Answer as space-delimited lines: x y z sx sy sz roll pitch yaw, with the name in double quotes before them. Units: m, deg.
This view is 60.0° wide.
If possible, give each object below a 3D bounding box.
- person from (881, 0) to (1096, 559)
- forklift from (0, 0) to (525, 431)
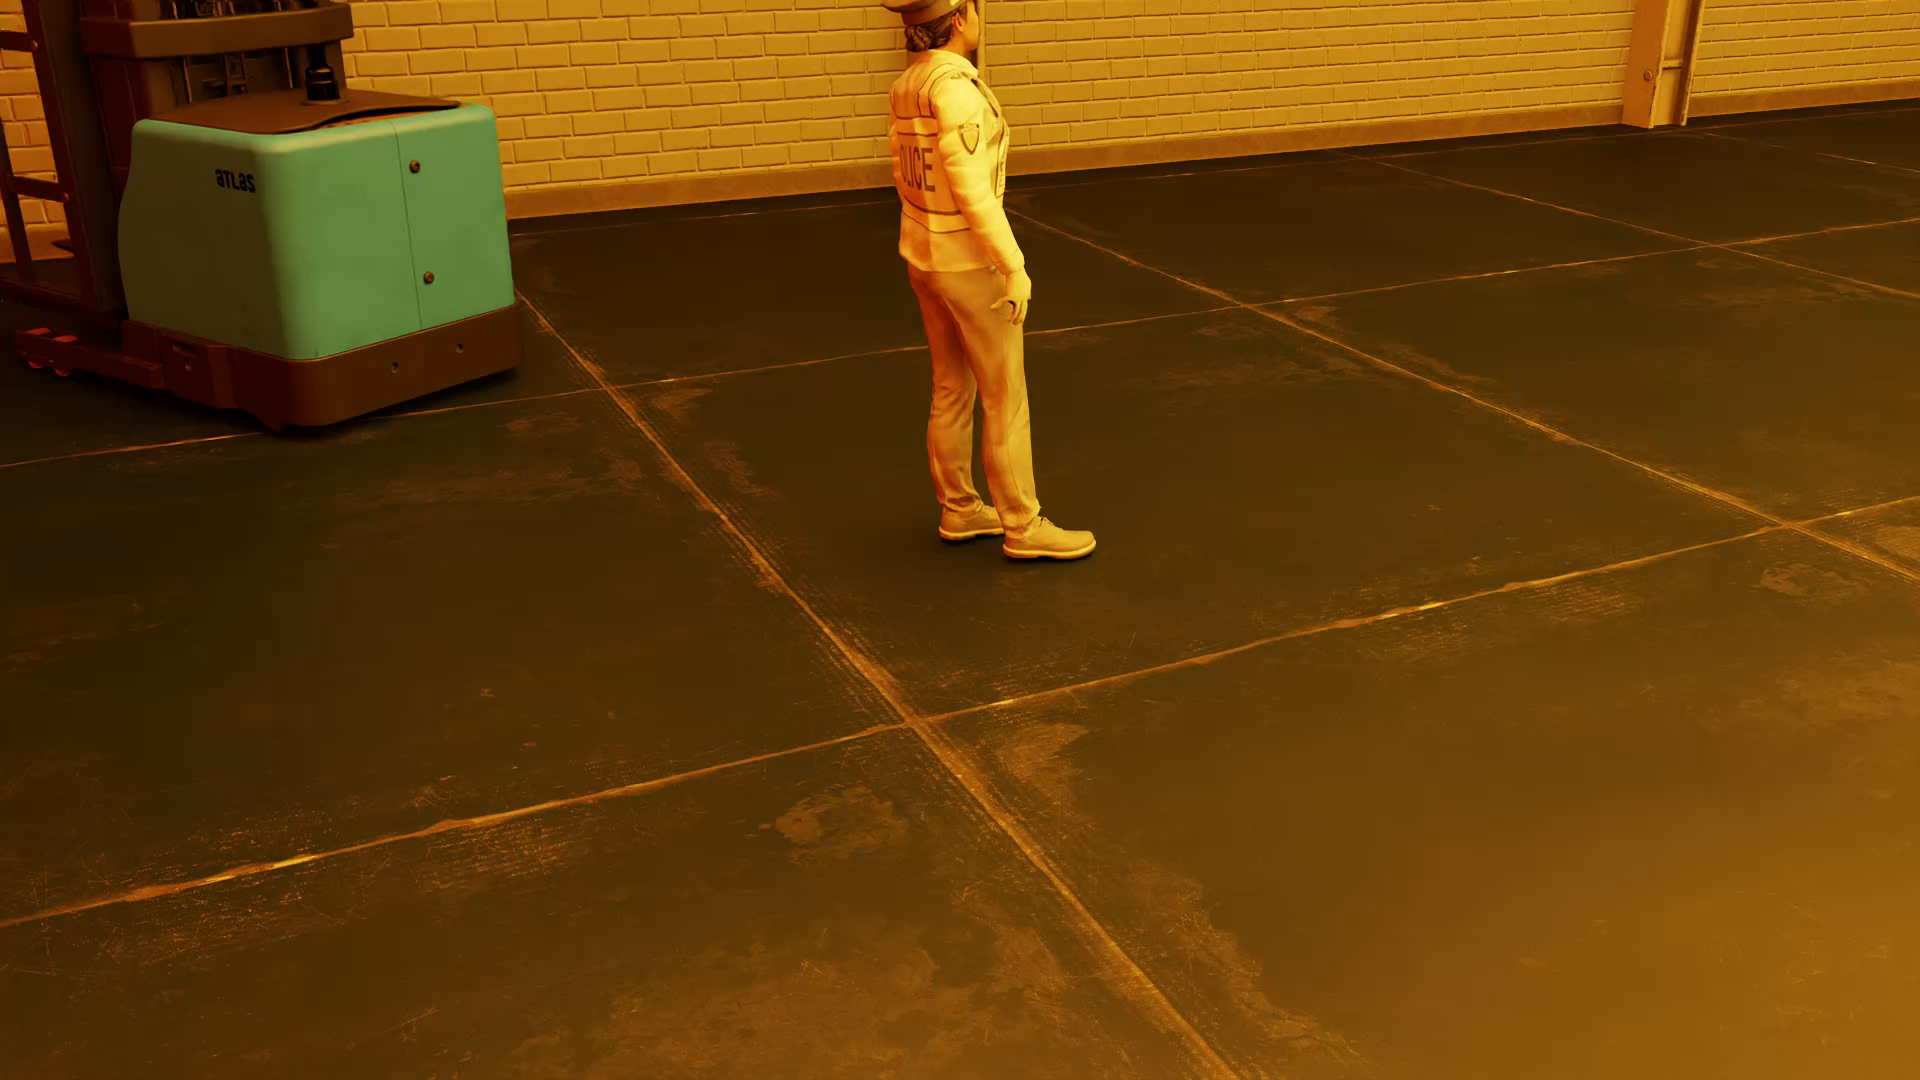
"person" 0.065 -0.798 4.799 0.531 1.694 0.586 -10 25 -23
"forklift" -3.243 -2.162 6.491 3.031 2.935 1.130 14 27 31
